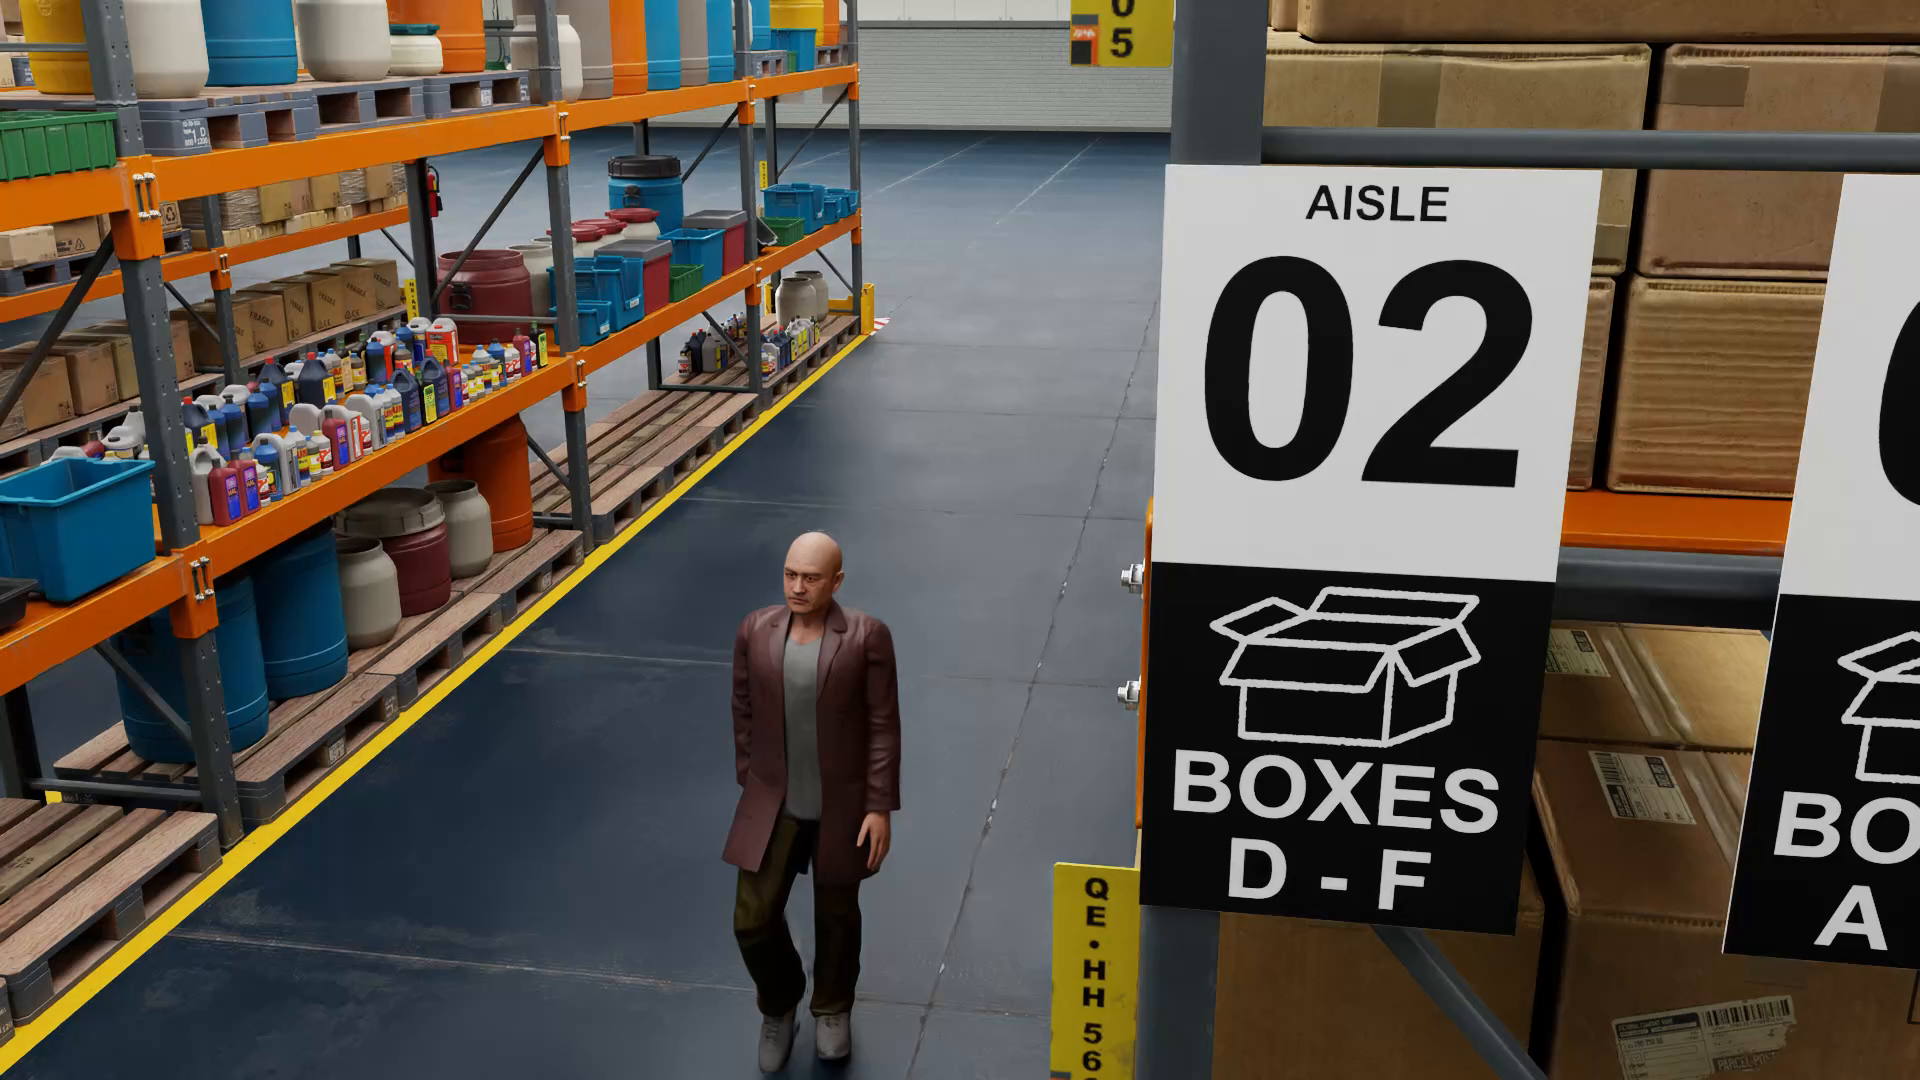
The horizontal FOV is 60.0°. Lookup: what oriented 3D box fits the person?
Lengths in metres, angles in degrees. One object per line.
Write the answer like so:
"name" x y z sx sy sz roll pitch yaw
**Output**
"person" -0.471 0.874 5.315 0.581 1.822 0.500 2 18 6
